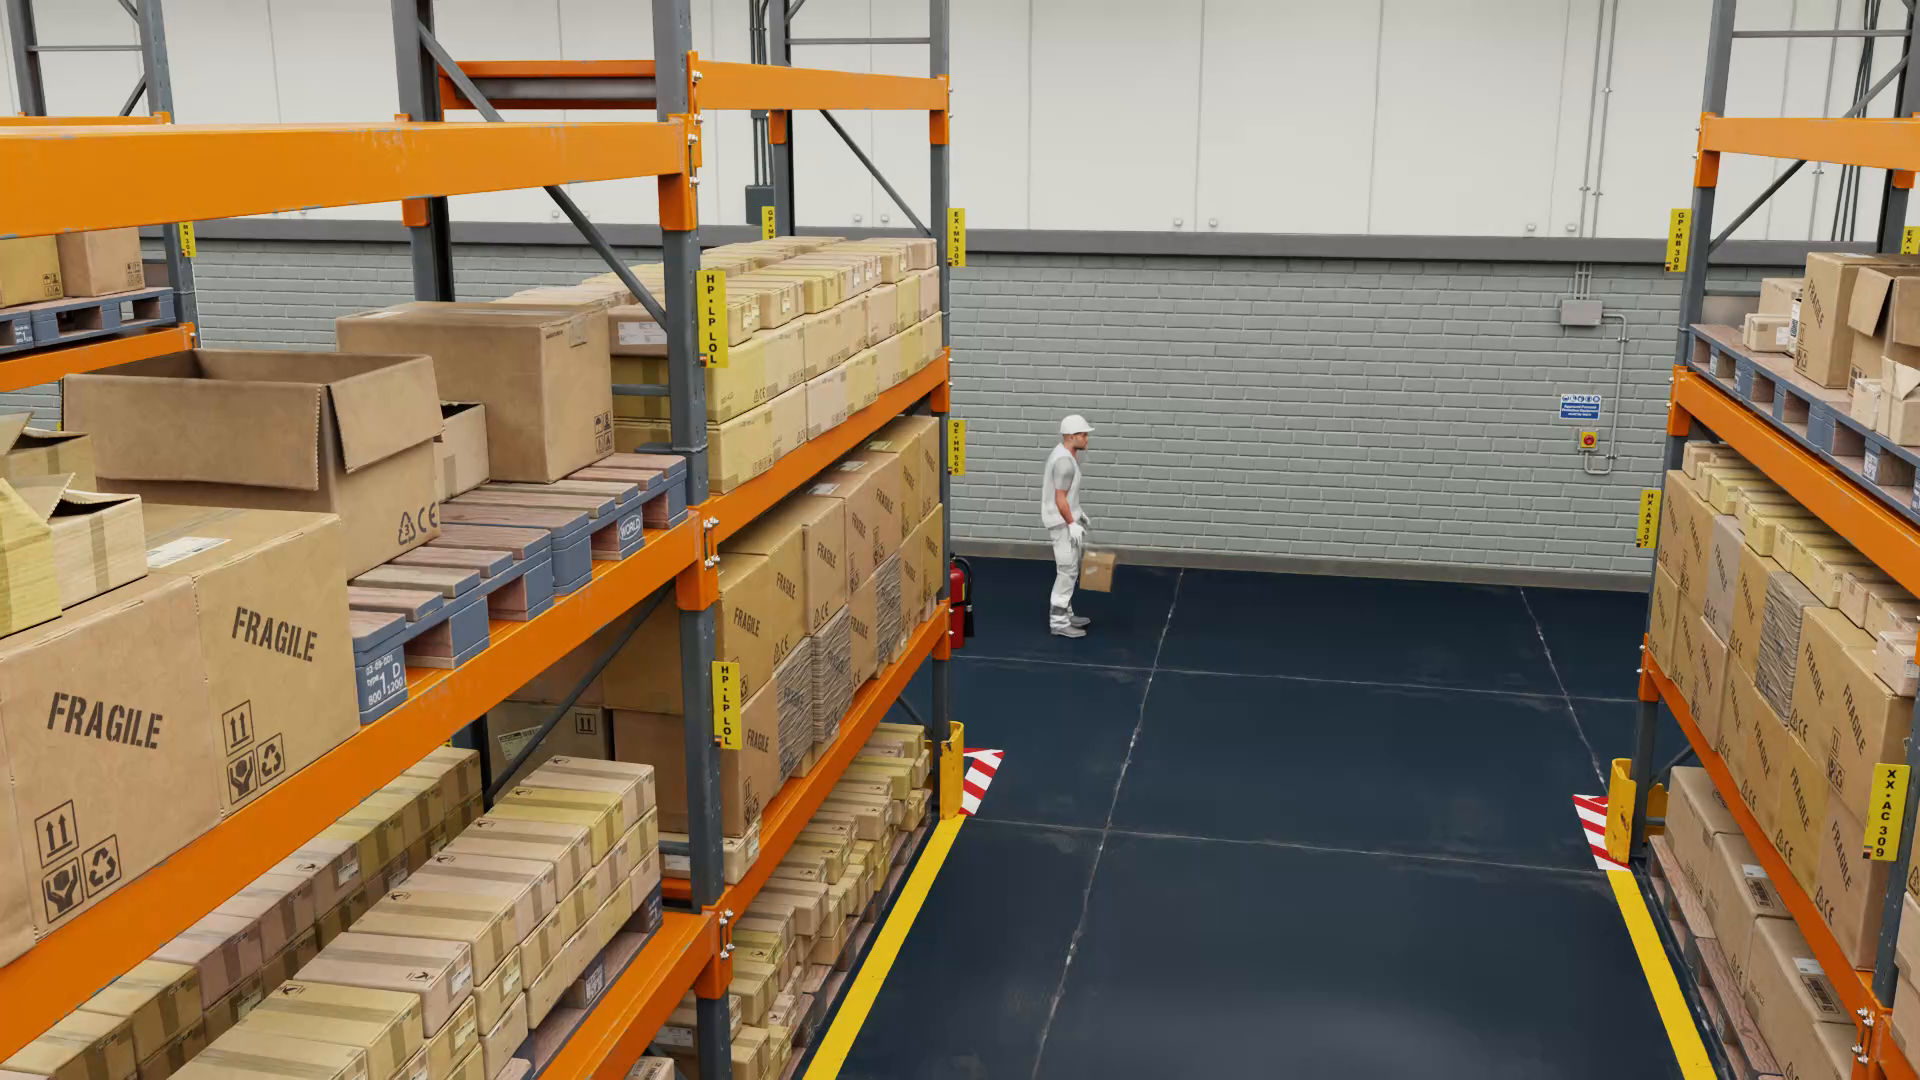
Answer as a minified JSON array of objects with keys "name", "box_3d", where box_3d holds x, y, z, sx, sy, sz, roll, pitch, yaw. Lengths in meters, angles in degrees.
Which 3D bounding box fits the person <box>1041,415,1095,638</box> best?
[{"name":"person","box_3d":[0.871,-0.129,13.469,0.417,1.785,0.553,3,15,10]}]
